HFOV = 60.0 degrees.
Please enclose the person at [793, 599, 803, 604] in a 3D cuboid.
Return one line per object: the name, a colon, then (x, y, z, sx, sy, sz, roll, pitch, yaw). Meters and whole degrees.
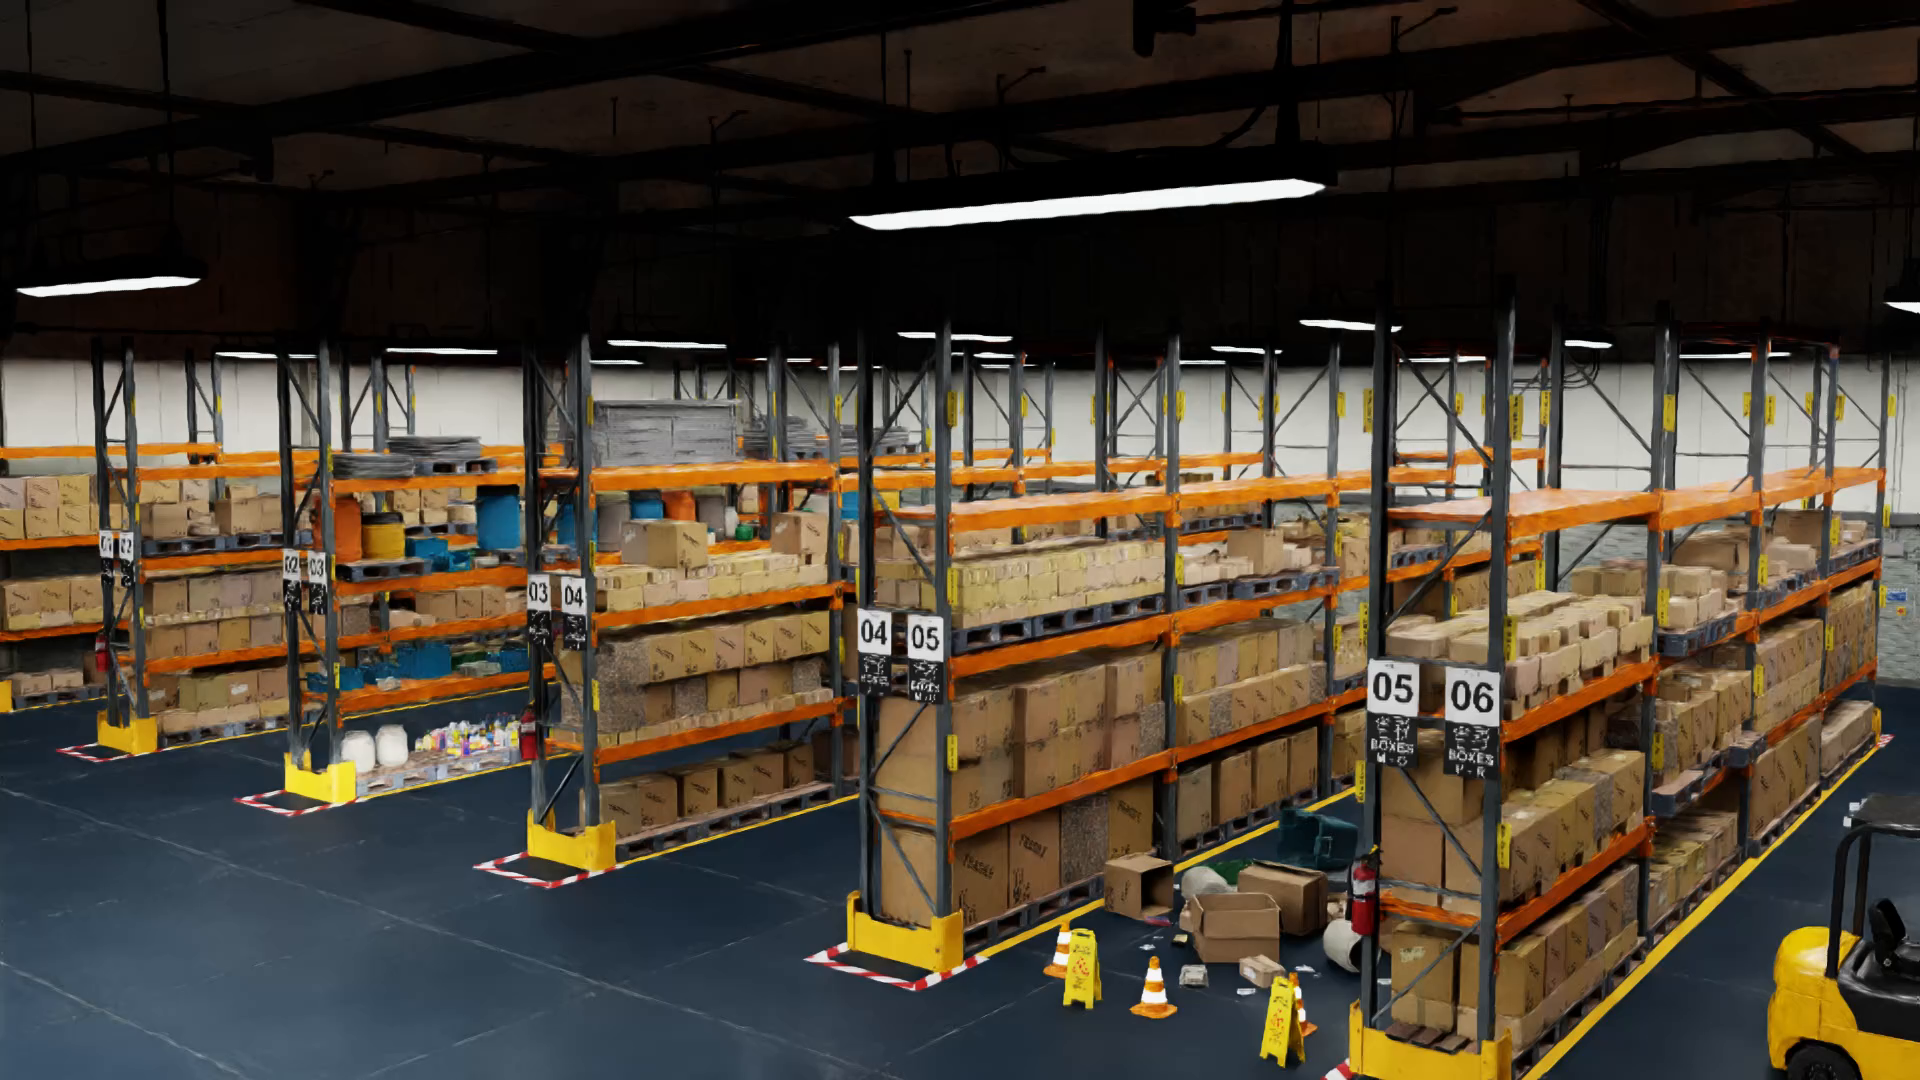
person: (-3.738, 0.965, 38.594, 0.558, 1.667, 0.384, -4, 6, -35)
